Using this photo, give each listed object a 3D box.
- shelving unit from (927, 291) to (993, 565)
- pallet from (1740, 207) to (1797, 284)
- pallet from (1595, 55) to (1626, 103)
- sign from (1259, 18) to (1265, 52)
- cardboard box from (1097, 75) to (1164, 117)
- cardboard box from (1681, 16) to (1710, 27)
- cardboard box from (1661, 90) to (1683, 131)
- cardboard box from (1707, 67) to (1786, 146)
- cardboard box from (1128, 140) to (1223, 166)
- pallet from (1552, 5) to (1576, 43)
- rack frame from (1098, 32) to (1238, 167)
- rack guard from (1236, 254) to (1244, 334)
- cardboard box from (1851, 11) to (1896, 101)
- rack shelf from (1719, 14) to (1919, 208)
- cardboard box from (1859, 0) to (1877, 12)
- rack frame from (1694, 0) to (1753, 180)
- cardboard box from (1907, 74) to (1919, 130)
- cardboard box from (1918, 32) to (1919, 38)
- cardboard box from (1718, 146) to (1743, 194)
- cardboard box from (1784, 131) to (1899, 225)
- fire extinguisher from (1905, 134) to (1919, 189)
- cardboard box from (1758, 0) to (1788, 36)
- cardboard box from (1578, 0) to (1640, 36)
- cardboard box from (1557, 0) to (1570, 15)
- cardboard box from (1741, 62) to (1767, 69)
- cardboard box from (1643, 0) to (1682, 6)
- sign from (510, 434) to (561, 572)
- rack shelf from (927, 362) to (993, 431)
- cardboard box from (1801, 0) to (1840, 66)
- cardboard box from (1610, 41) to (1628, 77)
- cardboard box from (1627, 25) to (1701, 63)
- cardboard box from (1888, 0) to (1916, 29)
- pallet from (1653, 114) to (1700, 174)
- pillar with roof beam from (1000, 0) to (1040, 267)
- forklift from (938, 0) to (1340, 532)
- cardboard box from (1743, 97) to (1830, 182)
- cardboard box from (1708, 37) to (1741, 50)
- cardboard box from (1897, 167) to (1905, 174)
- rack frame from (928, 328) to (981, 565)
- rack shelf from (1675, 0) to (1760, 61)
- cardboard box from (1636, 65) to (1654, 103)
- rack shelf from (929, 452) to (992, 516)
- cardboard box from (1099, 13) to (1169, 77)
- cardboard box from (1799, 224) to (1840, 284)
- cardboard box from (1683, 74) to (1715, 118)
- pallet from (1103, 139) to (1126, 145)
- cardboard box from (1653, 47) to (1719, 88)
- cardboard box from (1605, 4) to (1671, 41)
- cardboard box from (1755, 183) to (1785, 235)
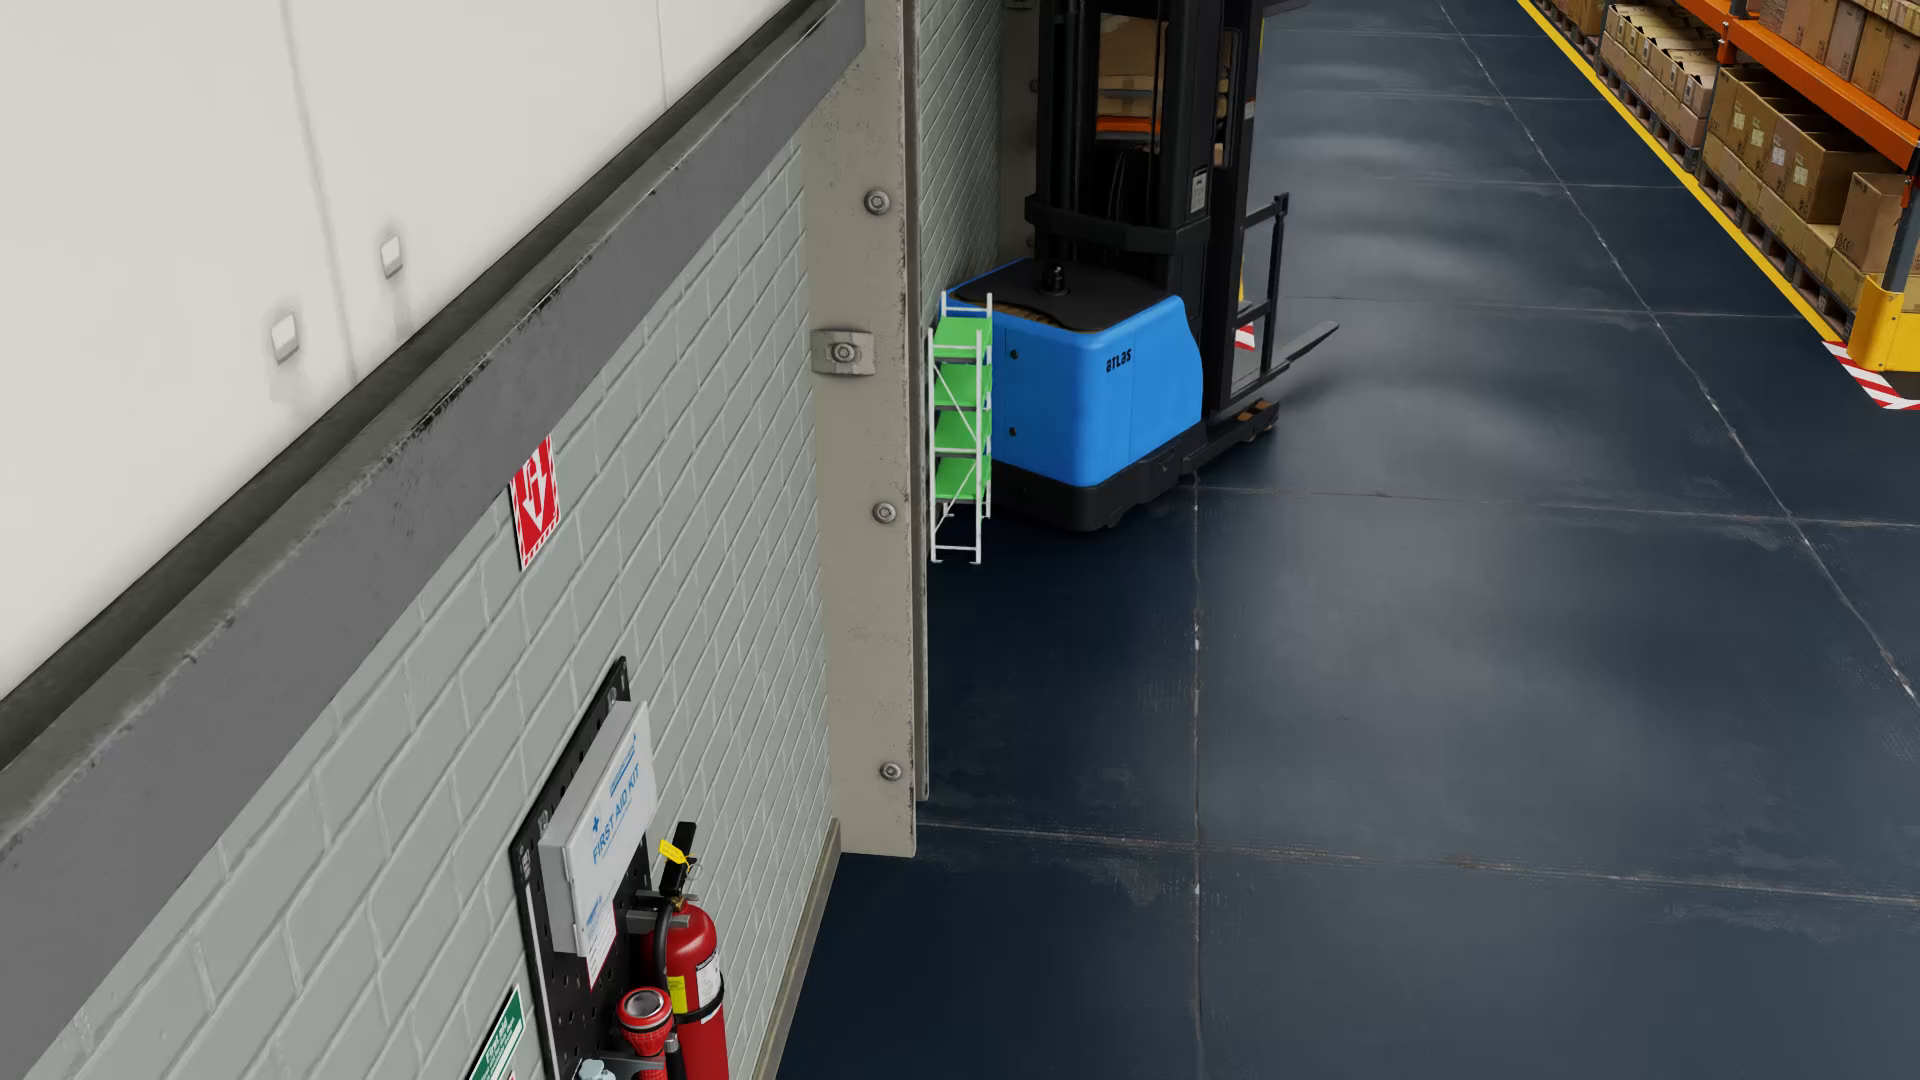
[{"bbox_3d":[0.005,-0.533,7.973,0.258,1.200,0.503,3,28,6],"label":"shelving unit"},{"bbox_3d":[6.332,-2.126,11.973,1.003,0.211,1.213,3,28,6],"label":"pallet"},{"bbox_3d":[6.968,-4.571,16.513,1.003,0.211,1.213,3,28,6],"label":"pallet"},{"bbox_3d":[1.749,-3.054,9.844,0.100,0.325,0.005,3,28,6],"label":"sign"},{"bbox_3d":[1.076,-2.879,10.568,0.500,0.250,0.500,4,29,7],"label":"cardboard box"},{"bbox_3d":[7.231,-4.899,16.047,0.500,0.311,0.500,3,28,5],"label":"cardboard box"},{"bbox_3d":[6.444,-3.726,14.459,0.500,0.250,0.500,3,28,5],"label":"cardboard box"},{"bbox_3d":[6.250,-3.406,13.075,0.500,0.500,0.500,3,28,6],"label":"cardboard box"},{"bbox_3d":[1.594,-2.729,12.324,0.700,0.500,0.500,2,28,3],"label":"cardboard box"},{"bbox_3d":[7.389,-5.878,18.939,1.003,0.211,1.213,3,28,6],"label":"pallet"},{"bbox_3d":[1.211,-2.705,10.107,1.000,3.000,0.127,3,28,6],"label":"rack frame"},{"bbox_3d":[1.220,-1.640,10.767,1.175,0.500,0.348,3,28,6],"label":"rack guard"},{"bbox_3d":[6.324,-3.162,10.852,0.700,0.500,0.500,4,29,7],"label":"cardboard box"},{"bbox_3d":[6.373,-3.043,11.494,1.077,0.370,4.000,3,28,6],"label":"rack shelf"},{"bbox_3d":[6.142,-3.548,10.885,0.380,0.149,0.250,4,29,8],"label":"cardboard box"},{"bbox_3d":[6.618,-4.301,13.071,1.000,3.000,0.127,3,28,6],"label":"rack frame"},{"bbox_3d":[6.197,-2.681,9.959,0.700,0.500,0.500,3,28,6],"label":"cardboard box"},{"bbox_3d":[6.016,-3.062,9.982,0.380,0.149,0.250,4,29,7],"label":"cardboard box"},{"bbox_3d":[6.194,-2.840,12.815,0.500,0.250,0.500,3,28,6],"label":"cardboard box"},{"bbox_3d":[6.006,-2.464,11.327,0.500,0.500,0.500,3,28,6],"label":"cardboard box"},{"bbox_3d":[5.652,-2.356,9.542,0.296,0.674,0.183,3,28,6],"label":"fire extinguisher"},{"bbox_3d":[6.569,-4.136,12.659,0.700,0.500,0.500,3,28,5],"label":"cardboard box"},{"bbox_3d":[6.989,-5.731,17.897,0.500,0.500,0.500,4,29,8],"label":"cardboard box"},{"bbox_3d":[7.111,-6.222,18.809,0.500,0.500,0.500,2,28,4],"label":"cardboard box"},{"bbox_3d":[6.982,-3.938,14.262,0.500,0.311,0.500,3,28,6],"label":"cardboard box"},{"bbox_3d":[7.447,-5.475,17.422,0.500,0.500,0.500,5,29,8],"label":"cardboard box"},{"bbox_3d":[-0.738,-0.121,2.869,0.001,0.298,0.199,3,28,6],"label":"sign"},{"bbox_3d":[0.005,-0.688,7.890,0.258,0.148,0.480,3,28,6],"label":"rack shelf"},{"bbox_3d":[6.446,-3.651,11.760,0.700,0.500,0.500,4,29,7],"label":"cardboard box"},{"bbox_3d":[6.691,-4.692,16.254,0.500,0.250,0.500,3,28,5],"label":"cardboard box"},{"bbox_3d":[6.631,-4.688,15.655,0.500,0.311,0.500,3,28,5],"label":"cardboard box"},{"bbox_3d":[6.080,-3.301,10.425,0.380,0.149,0.250,4,29,7],"label":"cardboard box"},{"bbox_3d":[6.669,-3.423,14.381,1.003,0.211,1.213,3,28,6],"label":"pallet"},{"bbox_3d":[4.710,-5.475,8.925,9.100,9.000,0.400,3,28,6],"label":"pillar with roof beam"},{"bbox_3d":[1.146,-1.963,8.804,1.130,2.935,3.031,20,34,33],"label":"forklift"},{"bbox_3d":[6.128,-2.935,12.201,0.500,0.500,0.500,3,28,6],"label":"cardboard box"},{"bbox_3d":[7.103,-4.426,15.168,0.500,0.311,0.500,4,29,8],"label":"cardboard box"},{"bbox_3d":[6.522,-2.434,11.271,0.500,0.500,0.500,3,28,6],"label":"cardboard box"},{"bbox_3d":[-0.022,-0.418,7.759,0.240,1.200,0.015,3,28,6],"label":"rack frame"},{"bbox_3d":[6.863,-4.926,14.989,1.077,0.370,4.000,3,28,6],"label":"rack shelf"},{"bbox_3d":[6.570,-4.206,15.351,0.500,0.250,0.500,4,29,7],"label":"cardboard box"},{"bbox_3d":[0.006,-0.265,8.117,0.258,0.148,0.480,3,28,6],"label":"rack shelf"},{"bbox_3d":[1.057,-3.212,10.395,0.500,0.500,0.500,3,28,6],"label":"cardboard box"},{"bbox_3d":[5.949,-1.898,11.067,0.500,0.250,0.500,3,28,6],"label":"cardboard box"},{"bbox_3d":[6.383,-3.730,13.876,0.500,0.311,0.500,3,28,6],"label":"cardboard box"},{"bbox_3d":[1.654,-3.042,13.673,1.003,0.211,1.213,3,28,6],"label":"pallet"},{"bbox_3d":[6.504,-4.210,14.767,0.500,0.311,0.500,3,28,6],"label":"cardboard box"},{"bbox_3d":[6.752,-5.176,16.560,0.500,0.311,0.500,4,29,8],"label":"cardboard box"},{"bbox_3d":[6.072,-2.369,11.941,0.500,0.250,0.500,3,28,6],"label":"cardboard box"}]
